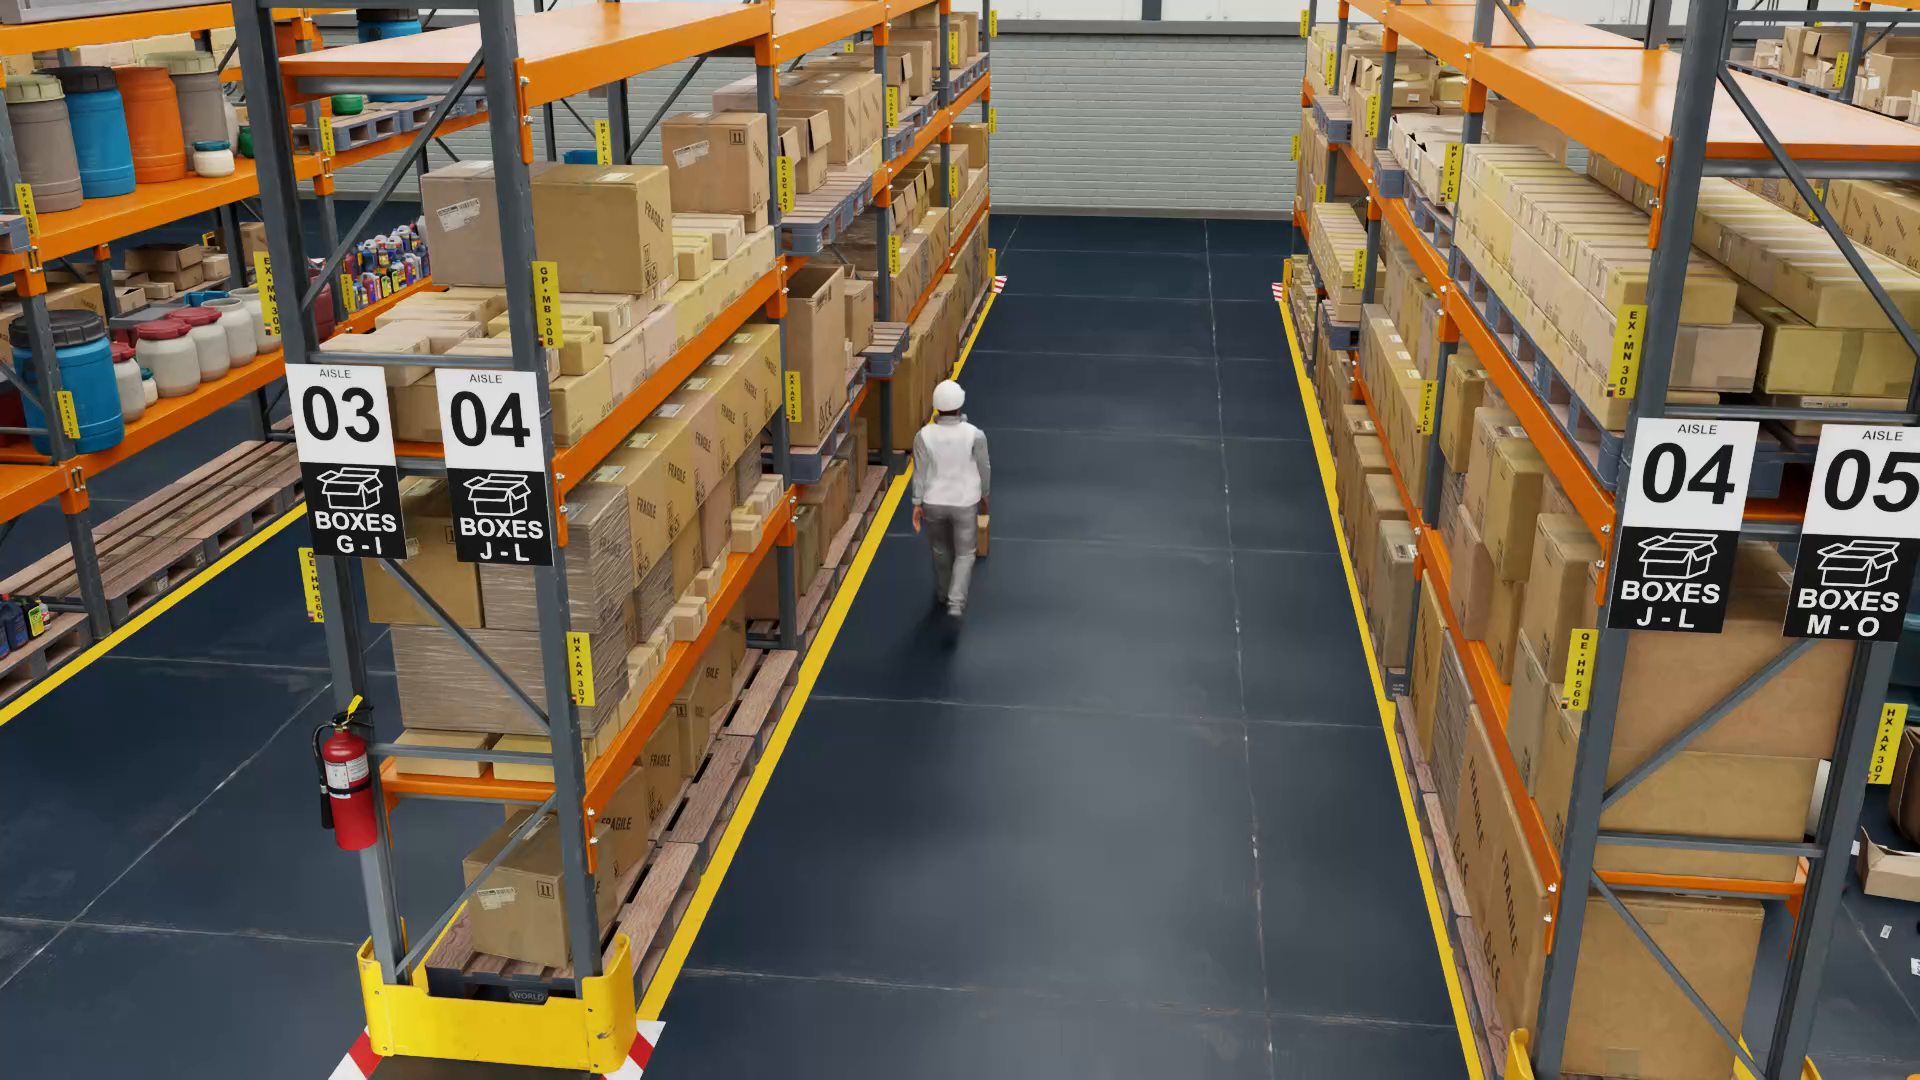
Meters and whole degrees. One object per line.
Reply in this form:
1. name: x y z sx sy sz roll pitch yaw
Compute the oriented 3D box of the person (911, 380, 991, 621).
1. person: -0.061 -0.278 11.770 0.548 1.743 0.961 3 21 7
